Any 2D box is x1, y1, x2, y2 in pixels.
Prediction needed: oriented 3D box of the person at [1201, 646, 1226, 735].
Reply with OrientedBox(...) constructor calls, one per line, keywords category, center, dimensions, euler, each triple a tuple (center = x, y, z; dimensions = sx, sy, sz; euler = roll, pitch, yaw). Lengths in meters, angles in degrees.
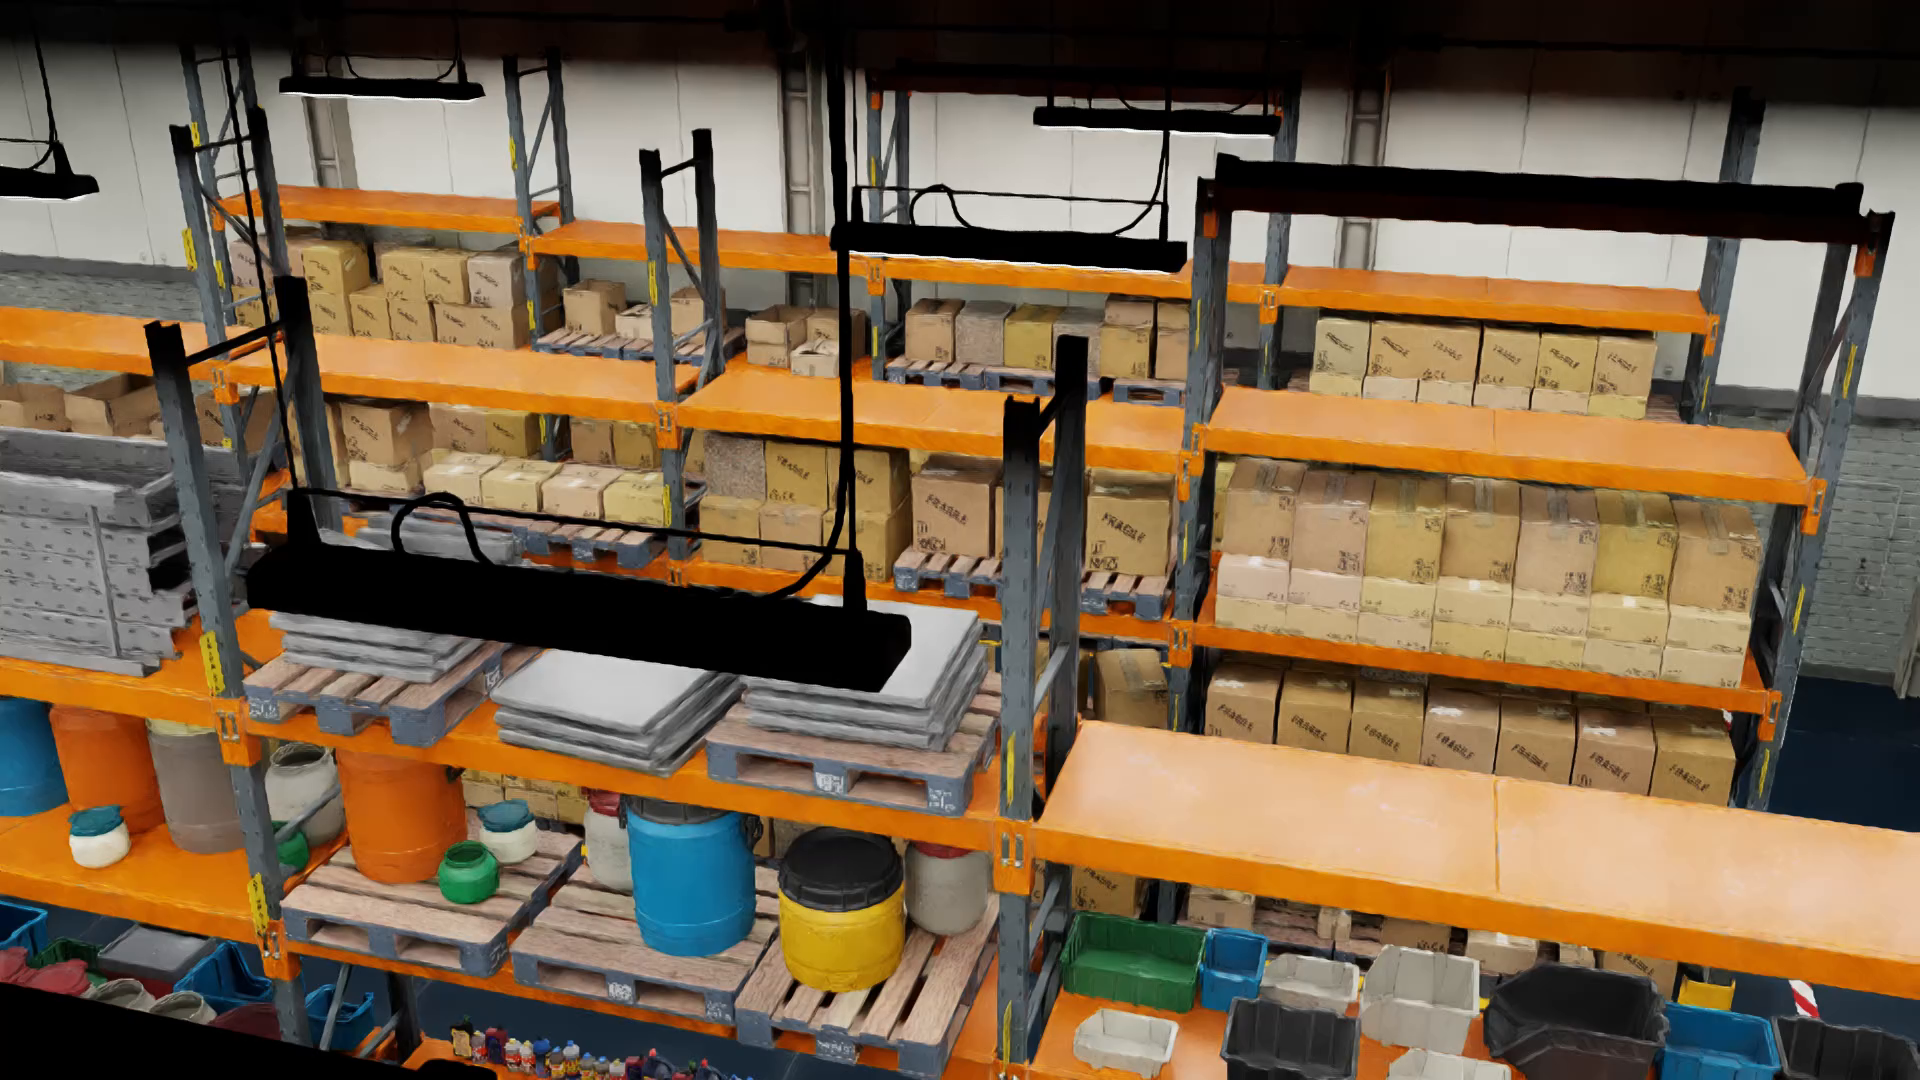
OrientedBox(category="person", center=(2.223, 1.377, 15.144), dimensions=(0.634, 1.779, 0.517), euler=(-4, 23, -10))
